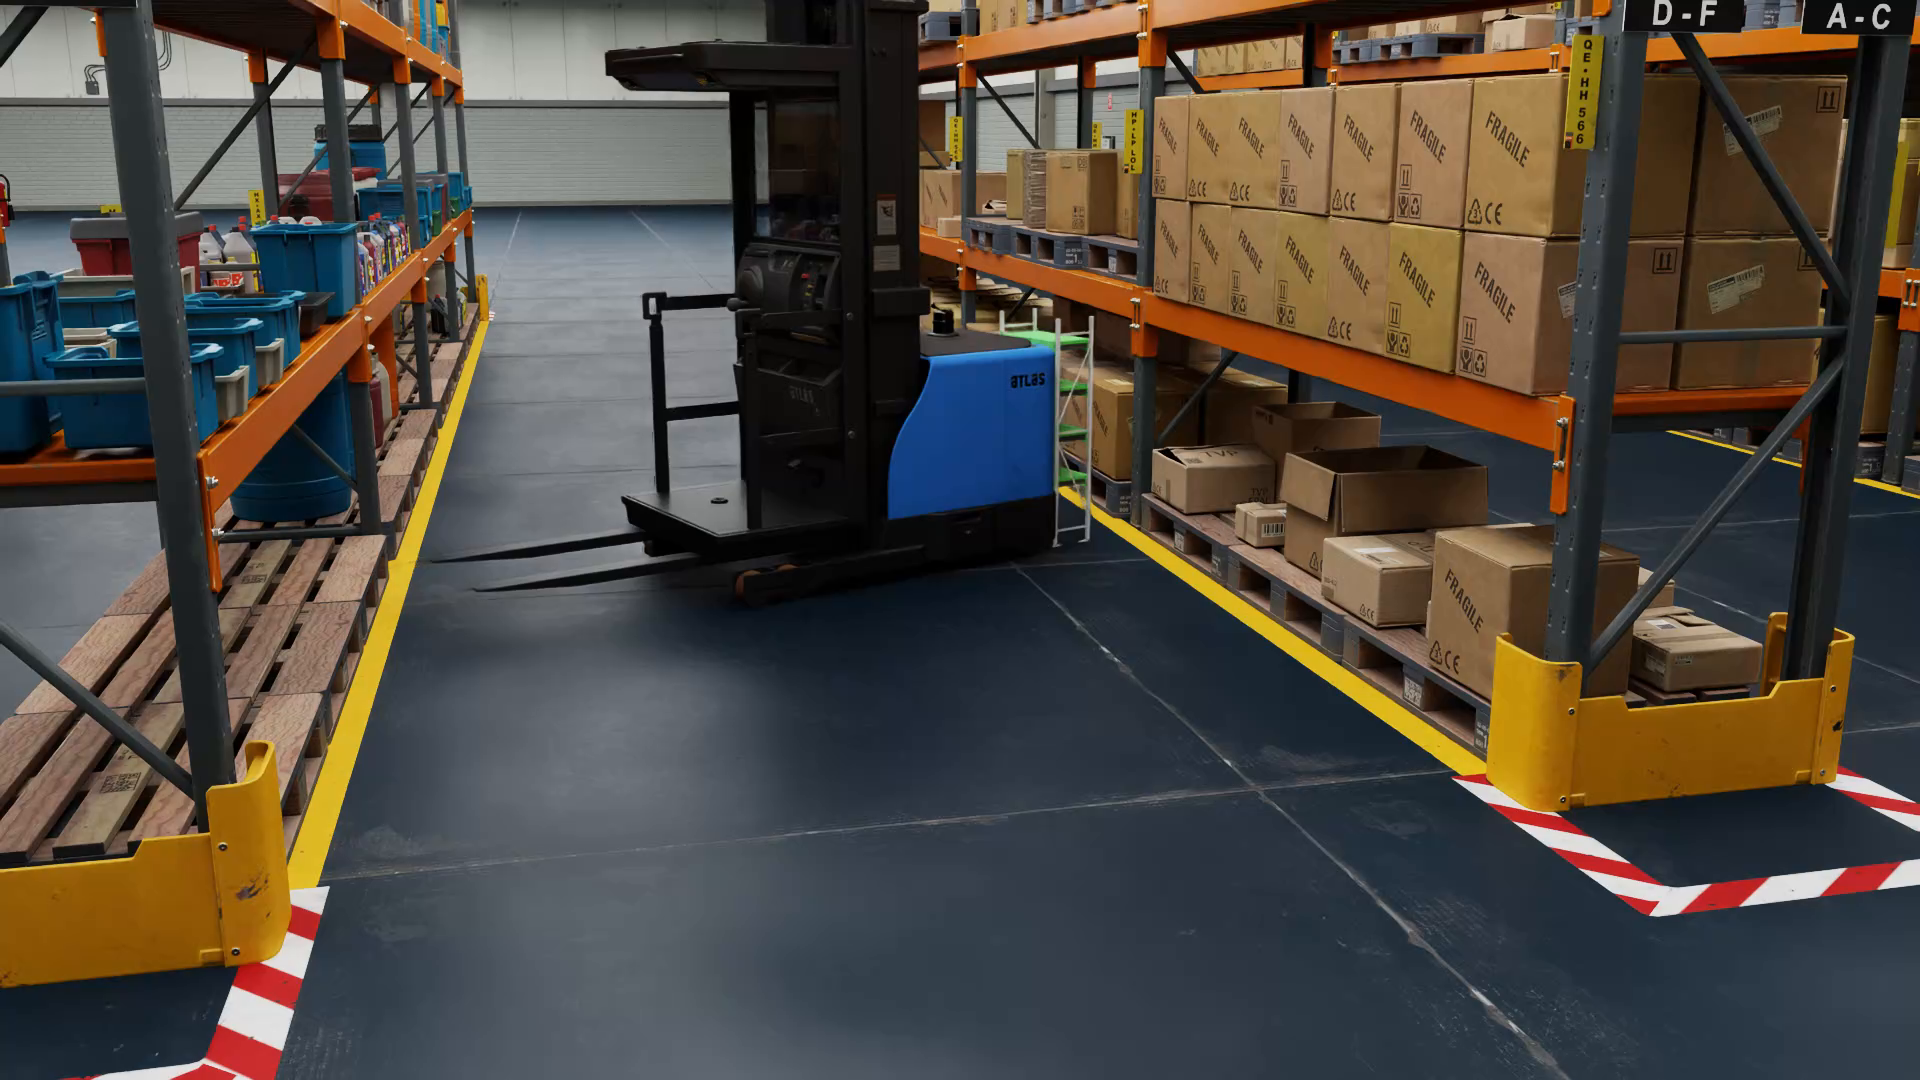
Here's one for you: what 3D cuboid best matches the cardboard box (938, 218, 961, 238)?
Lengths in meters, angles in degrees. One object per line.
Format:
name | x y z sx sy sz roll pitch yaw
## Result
cardboard box | 0.029 -2.549 13.569 0.380 0.149 0.250 -3 14 -13

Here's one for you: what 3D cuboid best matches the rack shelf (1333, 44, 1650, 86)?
rack shelf | 4.854 -4.325 15.504 1.077 0.370 4.000 -3 14 -13

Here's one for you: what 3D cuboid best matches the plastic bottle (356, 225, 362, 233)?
plastic bottle | -3.625 -1.763 10.069 0.061 0.283 0.133 -3 14 -13

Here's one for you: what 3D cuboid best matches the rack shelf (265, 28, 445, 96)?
rack shelf | -4.776 -3.773 13.244 1.077 0.370 4.000 -3 14 -13

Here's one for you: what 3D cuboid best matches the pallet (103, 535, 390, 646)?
pallet | -3.157 0.241 7.495 1.003 0.211 1.213 -3 14 -13

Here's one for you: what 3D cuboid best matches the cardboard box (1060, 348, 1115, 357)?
cardboard box | 0.707 -1.001 11.043 0.500 0.500 0.500 -4 14 -15

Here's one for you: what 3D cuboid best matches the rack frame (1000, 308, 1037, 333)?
rack frame | 0.316 -0.659 9.097 0.240 1.200 0.015 -9 17 -34

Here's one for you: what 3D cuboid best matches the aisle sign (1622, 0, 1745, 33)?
aisle sign | 2.106 -1.863 4.756 0.394 0.787 0.004 -3 14 -13

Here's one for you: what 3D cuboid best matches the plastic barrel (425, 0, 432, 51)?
plastic barrel | -4.762 -4.571 13.939 0.600 0.901 0.600 0 14 0

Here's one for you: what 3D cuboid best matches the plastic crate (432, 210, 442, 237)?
plastic crate | -4.563 -2.637 13.848 0.450 0.188 0.662 -3 14 -13

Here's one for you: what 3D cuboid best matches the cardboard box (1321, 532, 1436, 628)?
cardboard box | 1.827 0.156 6.834 0.500 0.250 0.500 -3 14 -13

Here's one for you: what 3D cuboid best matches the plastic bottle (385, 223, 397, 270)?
plastic bottle | -3.529 -1.814 10.276 0.061 0.283 0.133 -3 14 -13

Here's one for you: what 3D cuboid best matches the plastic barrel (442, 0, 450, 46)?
plastic barrel | -5.948 -5.814 18.294 0.600 0.830 0.708 -3 14 -13

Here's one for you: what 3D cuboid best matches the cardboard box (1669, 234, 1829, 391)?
cardboard box | 2.540 -0.799 5.666 0.500 0.500 0.500 -3 14 -12

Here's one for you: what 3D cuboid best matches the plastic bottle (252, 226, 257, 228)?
plastic bottle | -4.302 -1.782 10.171 0.097 0.271 0.097 0 14 0

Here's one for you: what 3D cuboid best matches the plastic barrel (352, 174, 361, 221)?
plastic barrel | -4.855 -2.580 12.933 0.421 0.512 0.421 0 14 0

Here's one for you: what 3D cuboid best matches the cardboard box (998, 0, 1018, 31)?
cardboard box | 0.764 -3.768 11.499 0.910 0.500 0.500 -3 14 -13

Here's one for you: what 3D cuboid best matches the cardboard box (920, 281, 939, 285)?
cardboard box | -0.463 -2.317 15.819 0.500 0.311 0.500 -3 14 -14

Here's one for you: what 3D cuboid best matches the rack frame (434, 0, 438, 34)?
rack frame | -5.246 -6.041 14.691 1.000 3.000 0.127 -3 14 -13

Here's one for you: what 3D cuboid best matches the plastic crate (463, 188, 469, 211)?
plastic crate | -5.630 -3.728 18.179 0.499 0.251 0.408 -3 14 -13

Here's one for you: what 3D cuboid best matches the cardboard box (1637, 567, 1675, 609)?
cardboard box | 2.419 0.232 6.523 0.500 0.250 0.500 -3 14 -13

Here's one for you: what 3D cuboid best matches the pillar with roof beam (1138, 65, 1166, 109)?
pillar with roof beam | -1.144 -8.547 24.948 9.100 9.000 0.400 -3 14 -13

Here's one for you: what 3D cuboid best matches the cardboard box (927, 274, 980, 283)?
cardboard box | -0.057 -2.465 16.423 0.500 0.311 0.500 -3 14 -13

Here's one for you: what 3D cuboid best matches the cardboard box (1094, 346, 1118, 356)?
cardboard box | 1.207 -1.035 11.185 0.500 0.500 0.500 -4 14 -15

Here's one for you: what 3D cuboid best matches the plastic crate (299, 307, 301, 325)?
plastic crate | -2.666 -0.797 6.298 0.293 0.136 0.466 -3 14 -13

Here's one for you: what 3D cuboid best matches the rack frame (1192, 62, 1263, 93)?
rack frame | 3.444 -4.601 21.440 1.000 3.000 0.127 -3 14 -13

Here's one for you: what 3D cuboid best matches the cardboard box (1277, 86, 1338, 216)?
cardboard box | 1.650 -1.609 6.876 0.500 0.500 0.500 -3 14 -11

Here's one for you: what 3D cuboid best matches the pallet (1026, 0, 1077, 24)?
pallet | 1.117 -3.315 10.252 1.213 0.211 1.003 -3 14 -13

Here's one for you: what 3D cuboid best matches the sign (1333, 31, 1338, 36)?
sign | 3.858 -5.355 17.115 0.100 0.325 0.005 -3 14 -13

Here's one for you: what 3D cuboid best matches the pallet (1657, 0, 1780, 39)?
pallet | 5.792 -3.718 11.902 1.003 0.211 1.213 -3 14 -11

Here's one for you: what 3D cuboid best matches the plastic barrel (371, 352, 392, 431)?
plastic barrel | -3.956 -0.962 10.901 0.421 0.512 0.421 0 14 0

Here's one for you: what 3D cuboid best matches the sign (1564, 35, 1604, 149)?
sign | 1.844 -1.323 4.916 0.100 0.325 0.005 -3 14 -13

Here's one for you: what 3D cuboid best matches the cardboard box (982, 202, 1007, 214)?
cardboard box | 0.466 -2.522 13.117 0.500 0.311 0.500 -2 14 -10

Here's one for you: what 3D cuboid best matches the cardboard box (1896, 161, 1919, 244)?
cardboard box | 5.909 -2.128 10.438 0.500 0.500 0.500 -4 14 -14

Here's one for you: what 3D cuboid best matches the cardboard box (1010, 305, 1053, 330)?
cardboard box | 0.672 -1.757 13.524 0.500 0.311 0.500 -3 14 -11

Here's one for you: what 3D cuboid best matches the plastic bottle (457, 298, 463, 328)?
plastic bottle | -5.077 -2.306 16.700 0.144 0.351 0.185 -4 14 -16

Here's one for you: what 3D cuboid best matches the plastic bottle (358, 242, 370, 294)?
plastic bottle | -3.192 -1.433 8.733 0.152 0.276 0.135 -3 14 -13

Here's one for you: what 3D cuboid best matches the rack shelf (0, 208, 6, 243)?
rack shelf | -10.530 -2.962 16.247 1.077 0.370 4.000 -3 14 -13

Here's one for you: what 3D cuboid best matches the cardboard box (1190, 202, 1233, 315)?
cardboard box | 1.427 -1.354 7.938 0.500 0.500 0.500 -3 14 -12

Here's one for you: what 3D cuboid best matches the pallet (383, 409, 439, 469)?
pallet | -4.081 -0.669 11.222 1.003 0.211 1.213 -3 14 -13

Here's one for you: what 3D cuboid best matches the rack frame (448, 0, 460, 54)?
rack frame | -6.185 -6.963 18.468 1.000 3.000 0.127 -3 14 -13

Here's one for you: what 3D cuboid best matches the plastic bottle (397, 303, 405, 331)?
plastic bottle | -5.584 -2.208 16.455 0.152 0.276 0.135 -3 14 -13

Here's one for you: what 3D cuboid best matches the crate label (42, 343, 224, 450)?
crate label | -2.166 -0.381 4.393 0.416 0.233 0.303 -3 14 -13

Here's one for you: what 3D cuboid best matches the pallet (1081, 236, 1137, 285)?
pallet | 1.367 -1.653 9.778 1.003 0.211 1.213 -3 14 -13

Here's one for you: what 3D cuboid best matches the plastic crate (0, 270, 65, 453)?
plastic crate | -2.688 -0.471 4.334 0.616 0.435 0.499 -3 14 -13

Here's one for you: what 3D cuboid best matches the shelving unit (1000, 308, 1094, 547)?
shelving unit | 0.454 -0.612 8.902 0.258 1.200 0.503 -9 17 -34

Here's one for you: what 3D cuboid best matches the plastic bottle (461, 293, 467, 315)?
plastic bottle | -5.295 -2.481 17.573 0.152 0.276 0.135 -3 14 -13

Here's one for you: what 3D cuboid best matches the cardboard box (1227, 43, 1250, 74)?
cardboard box | 3.497 -5.780 19.693 0.500 0.500 0.500 -3 14 -11

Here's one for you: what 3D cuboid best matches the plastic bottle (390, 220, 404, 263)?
plastic bottle | -3.688 -1.946 10.842 0.097 0.271 0.097 0 14 0

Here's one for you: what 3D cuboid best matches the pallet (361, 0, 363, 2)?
pallet | -3.646 -2.822 8.233 1.213 0.211 1.003 -3 14 -13

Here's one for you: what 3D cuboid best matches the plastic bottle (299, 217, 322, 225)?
plastic bottle | -4.371 -2.034 11.193 0.152 0.276 0.135 -3 14 -13

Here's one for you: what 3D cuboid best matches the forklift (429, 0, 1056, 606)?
forklift | -1.004 -1.259 7.906 3.031 2.935 1.130 -9 17 -33

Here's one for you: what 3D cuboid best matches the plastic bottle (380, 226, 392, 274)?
plastic bottle | -3.454 -1.740 9.976 0.061 0.283 0.133 -3 14 -13

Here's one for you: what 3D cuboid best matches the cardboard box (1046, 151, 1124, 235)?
cardboard box | 0.974 -2.213 10.568 0.700 0.500 0.500 -7 16 -27

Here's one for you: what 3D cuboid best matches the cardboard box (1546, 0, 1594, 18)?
cardboard box | 5.378 -4.450 14.249 0.500 0.500 0.500 -3 14 -13

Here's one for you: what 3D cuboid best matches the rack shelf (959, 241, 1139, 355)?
rack shelf | 0.979 -1.668 10.950 1.077 0.370 4.000 -3 14 -13
